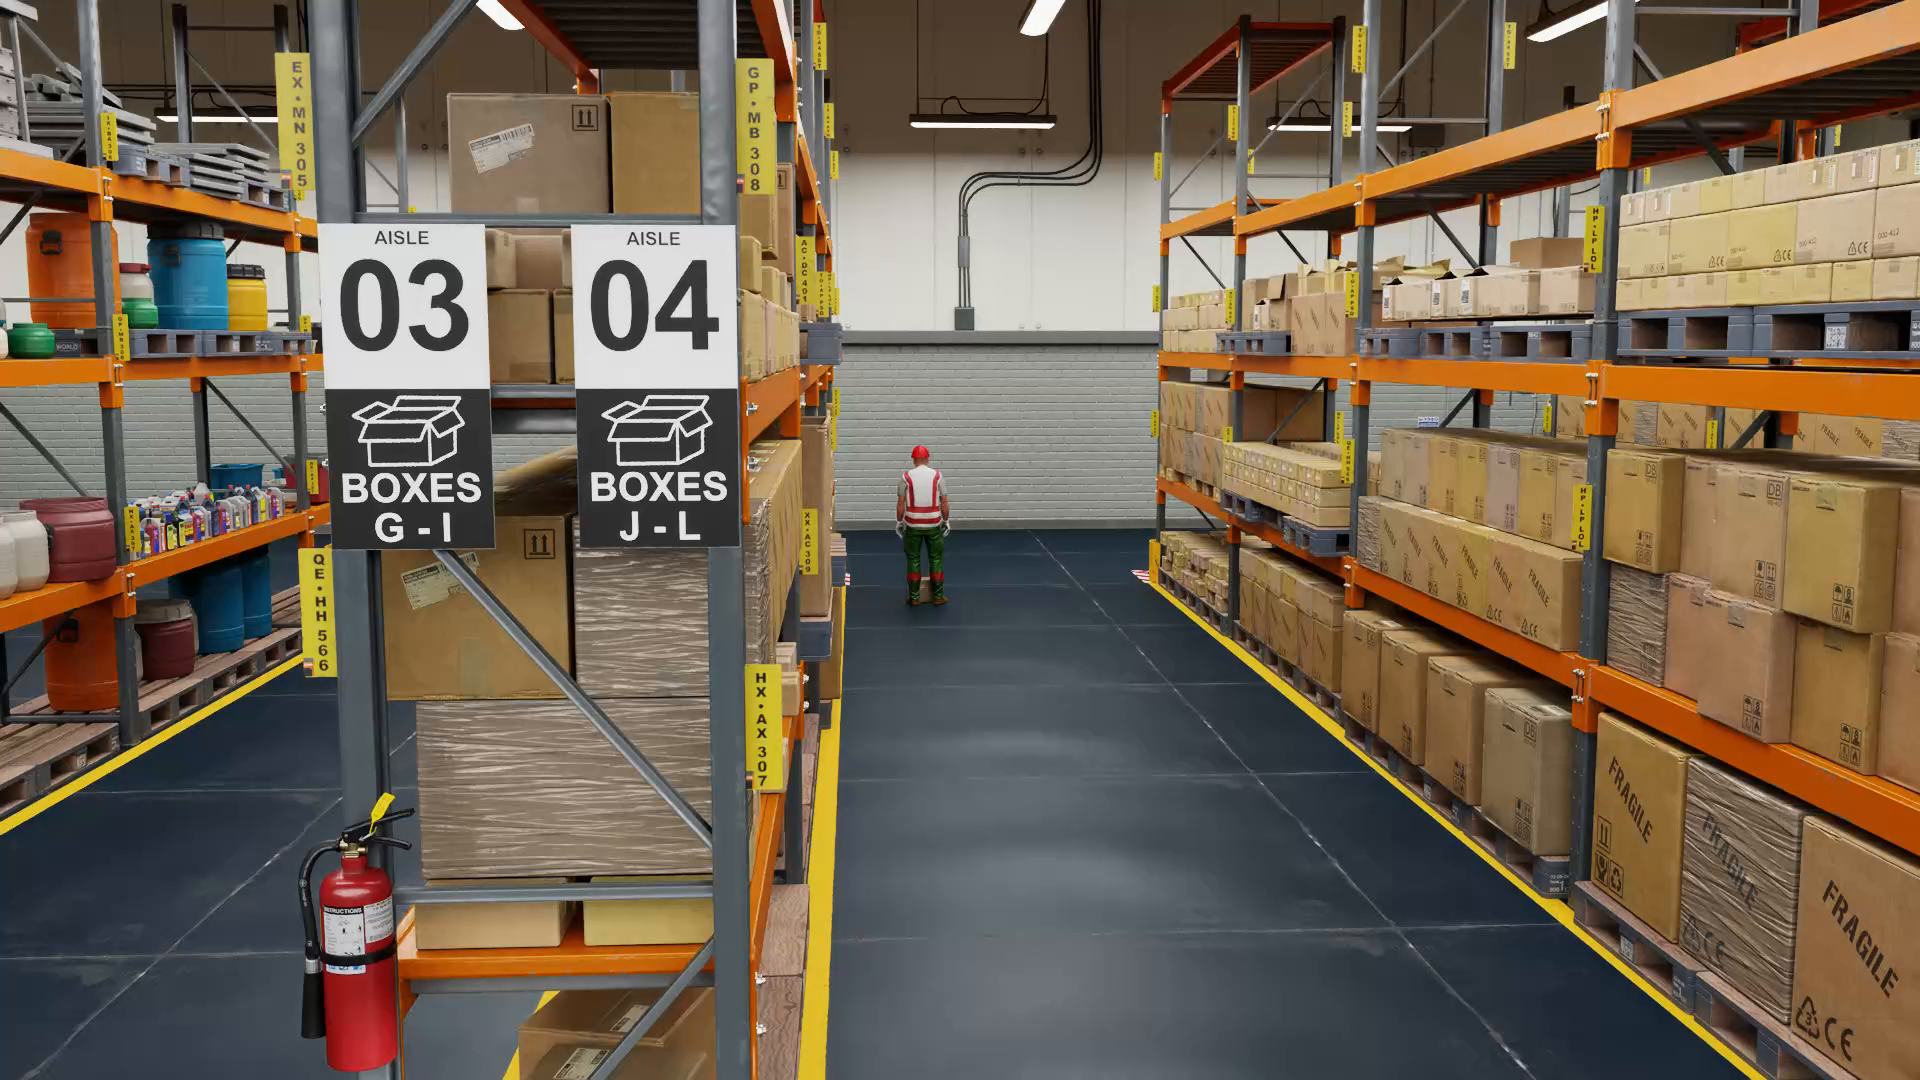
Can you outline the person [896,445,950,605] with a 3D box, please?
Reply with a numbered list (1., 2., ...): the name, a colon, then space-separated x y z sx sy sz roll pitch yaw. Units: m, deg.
1. person: -3.322 0.505 12.916 7.255 1.779 11.425 0 7 -4
